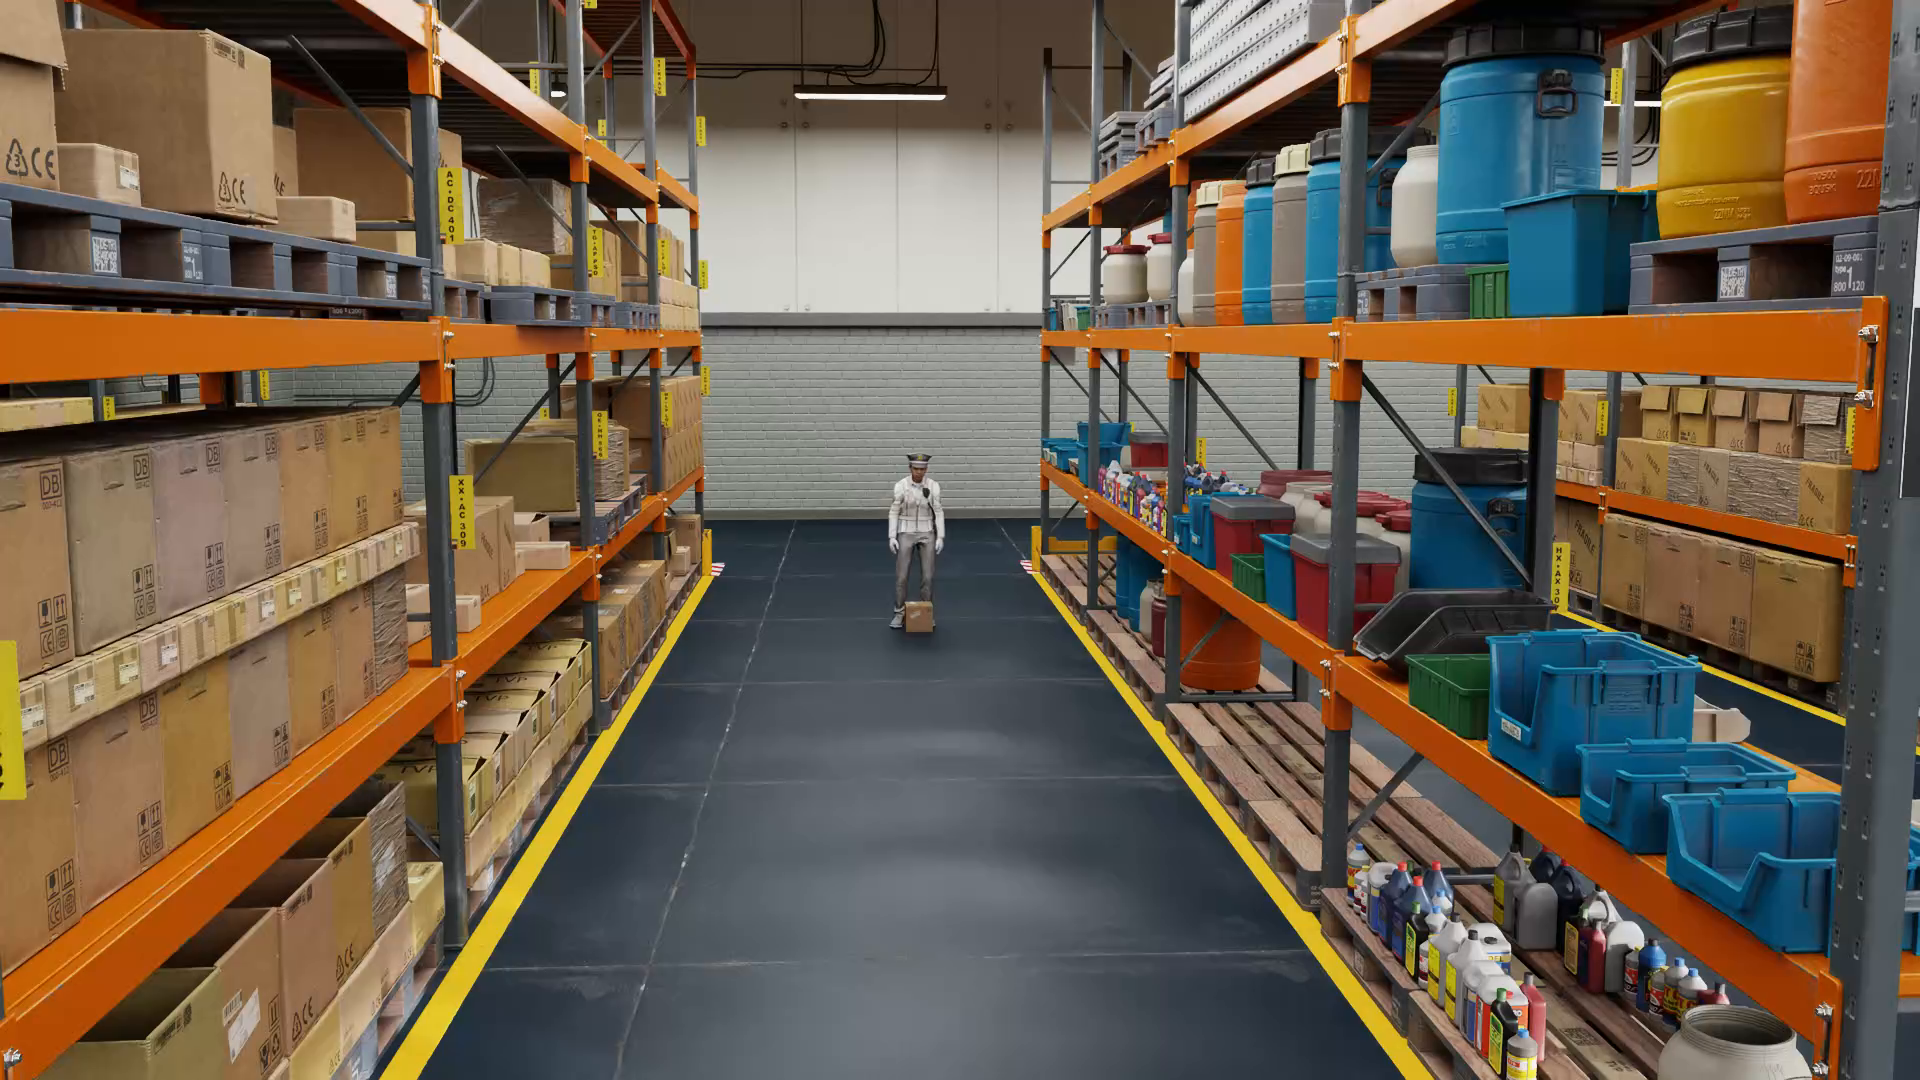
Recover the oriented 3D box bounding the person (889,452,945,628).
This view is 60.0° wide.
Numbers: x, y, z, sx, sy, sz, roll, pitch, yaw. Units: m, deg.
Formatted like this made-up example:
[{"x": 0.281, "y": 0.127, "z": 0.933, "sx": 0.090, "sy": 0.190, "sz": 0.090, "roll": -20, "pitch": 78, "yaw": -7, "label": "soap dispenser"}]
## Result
[{"x": -0.411, "y": -0.006, "z": 15.789, "sx": 0.536, "sy": 1.663, "sz": 0.378, "roll": -1, "pitch": 7, "yaw": -5, "label": "person"}]
